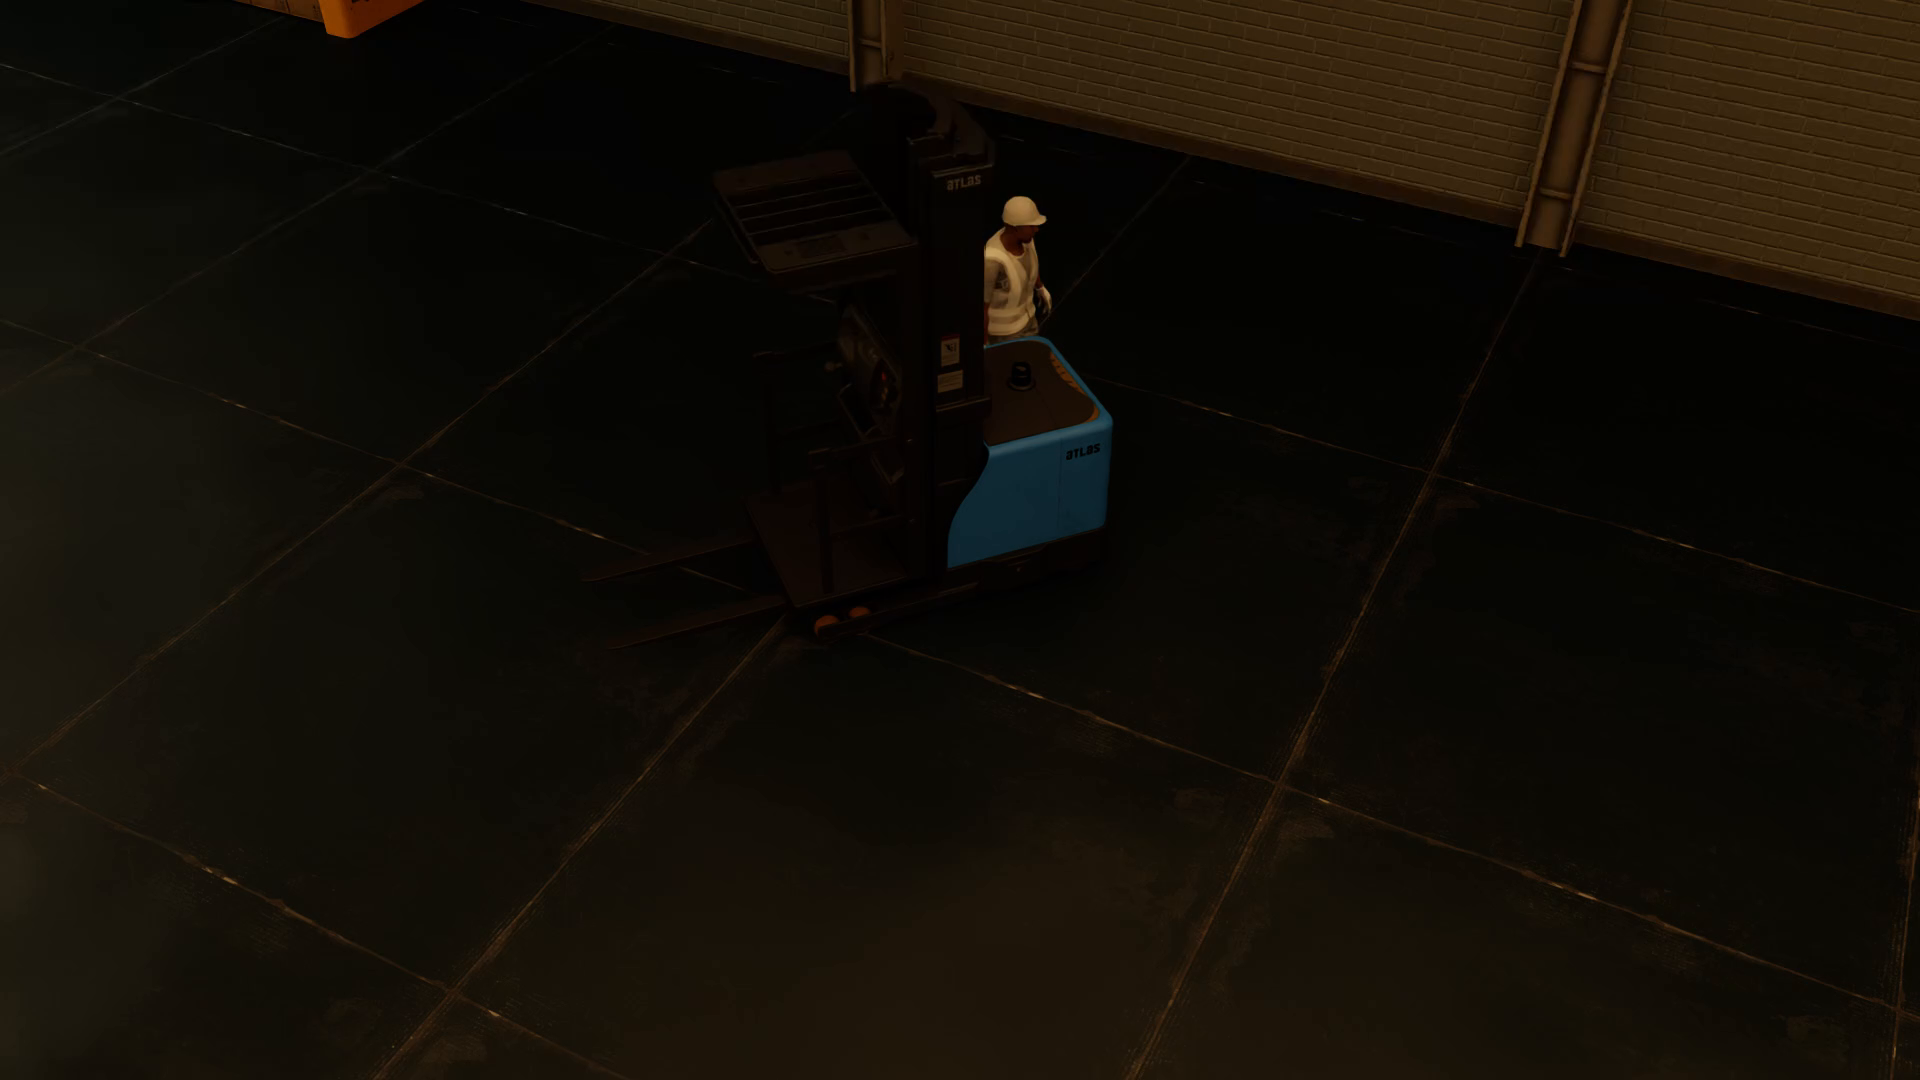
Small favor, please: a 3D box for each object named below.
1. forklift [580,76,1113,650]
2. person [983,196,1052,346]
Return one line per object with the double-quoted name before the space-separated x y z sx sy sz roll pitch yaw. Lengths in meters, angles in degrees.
"forklift" -0.683 -0.914 9.071 3.031 2.935 1.130 -15 42 -17
"person" 0.339 -1.389 10.548 0.417 1.758 0.795 17 43 19
